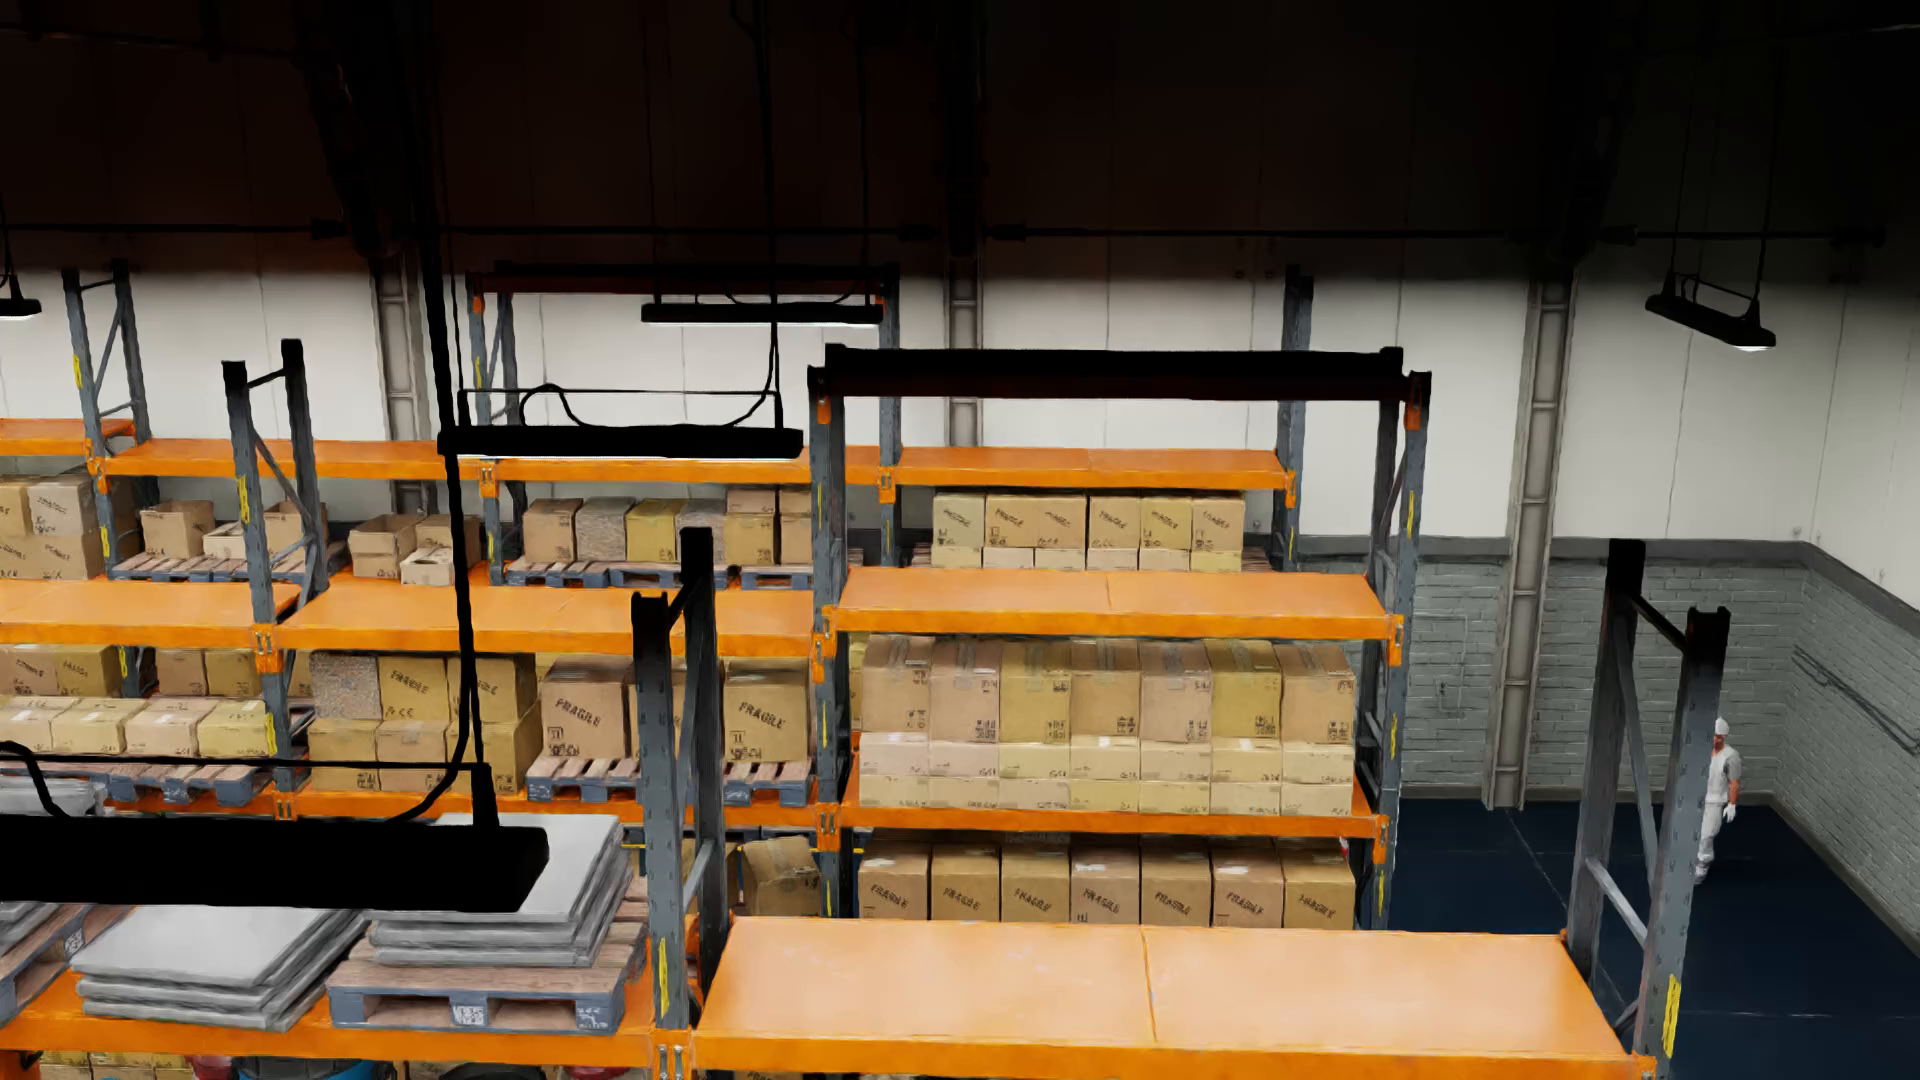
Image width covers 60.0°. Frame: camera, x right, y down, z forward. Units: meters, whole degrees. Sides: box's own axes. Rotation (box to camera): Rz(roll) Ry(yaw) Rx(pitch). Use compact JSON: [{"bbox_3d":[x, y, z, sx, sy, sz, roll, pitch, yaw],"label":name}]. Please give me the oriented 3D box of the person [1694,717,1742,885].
[{"bbox_3d":[7.514,2.560,16.636,0.574,1.776,0.583,-10,19,-31],"label":"person"}]
